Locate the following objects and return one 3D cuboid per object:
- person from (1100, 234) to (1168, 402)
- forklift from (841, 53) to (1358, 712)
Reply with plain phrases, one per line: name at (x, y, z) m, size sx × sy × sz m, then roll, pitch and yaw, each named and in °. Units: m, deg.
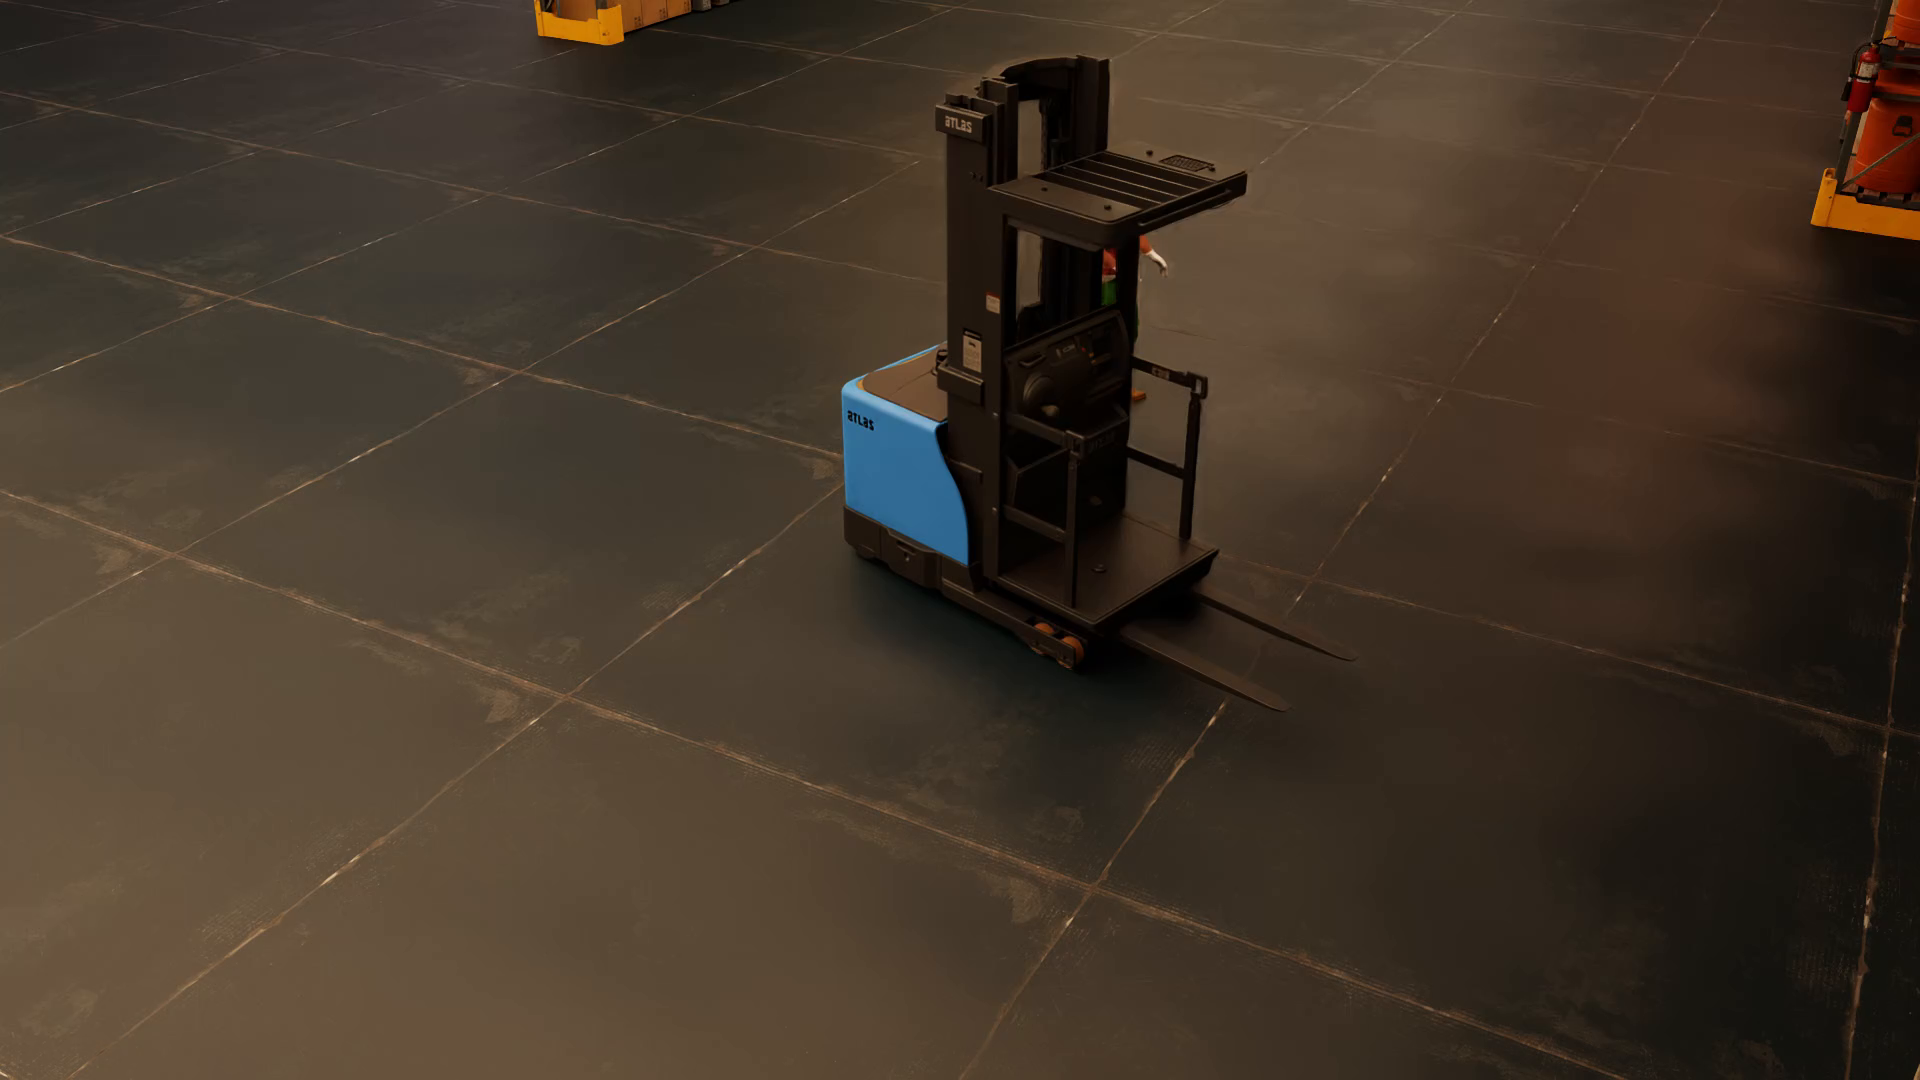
person at (1.107, -1.820, 11.451) m, size 0.520 × 1.728 × 0.763 m, roll 11°, pitch 32°, yaw 19°
forklift at (0.723, -0.884, 8.602) m, size 3.031 × 2.935 × 1.130 m, roll 26°, pitch 39°, yaw 37°
